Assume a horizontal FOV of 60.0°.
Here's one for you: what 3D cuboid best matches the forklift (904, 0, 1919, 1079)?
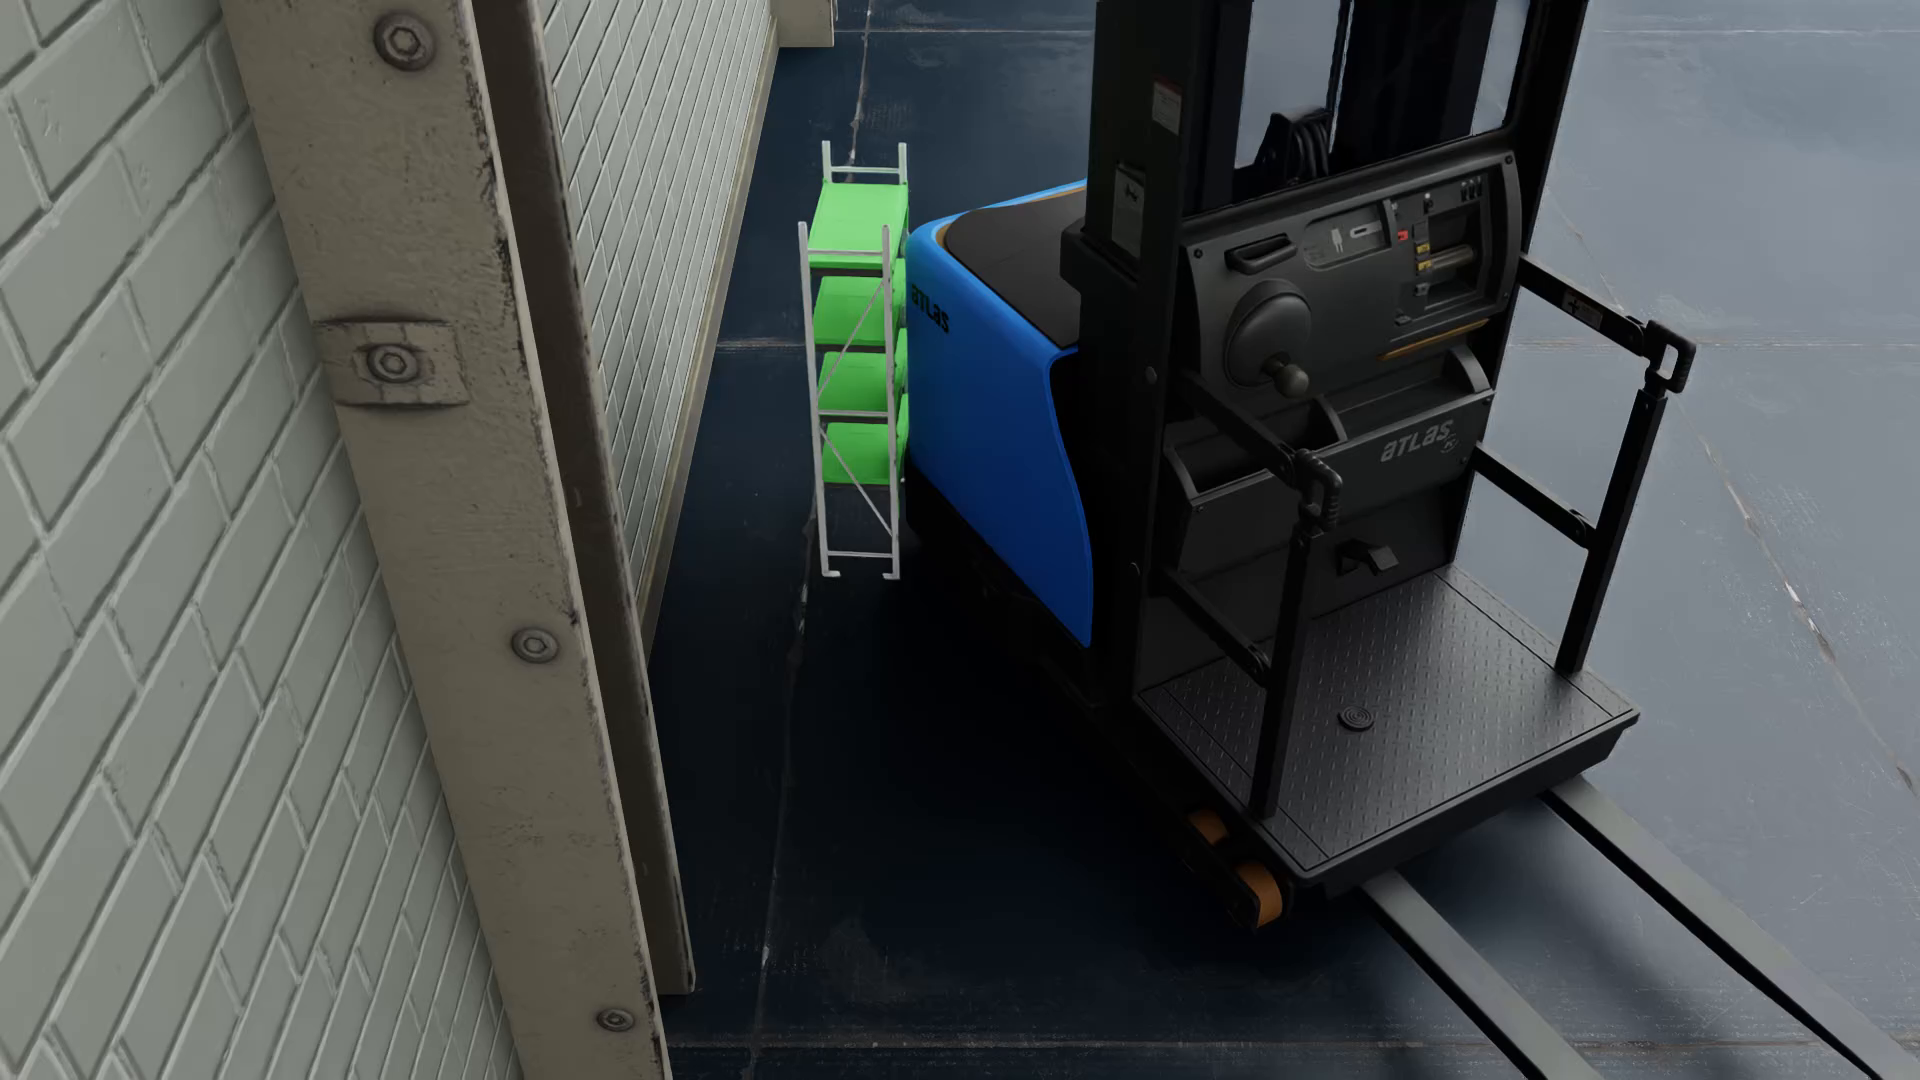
[{"bbox_3d":[1.001,-0.528,3.565,1.130,2.935,3.031,-20,43,-23],"label":"forklift"}]

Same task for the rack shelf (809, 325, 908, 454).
[{"bbox_3d":[-0.289,-0.462,4.969,0.258,0.148,0.480,2,39,3],"label":"rack shelf"}]

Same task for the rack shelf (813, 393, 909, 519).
[{"bbox_3d":[-0.289,-0.275,5.119,0.258,0.148,0.480,2,39,3],"label":"rack shelf"}]

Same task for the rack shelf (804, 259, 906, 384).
[{"bbox_3d":[-0.289,-0.649,4.819,0.258,0.148,0.480,2,39,3],"label":"rack shelf"}]

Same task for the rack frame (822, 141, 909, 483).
[{"bbox_3d":[-0.274,-0.664,5.119,0.240,1.200,0.015,2,39,3],"label":"rack frame"}]

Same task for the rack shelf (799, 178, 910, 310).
[{"bbox_3d":[-0.289,-0.836,4.669,0.258,0.148,0.480,2,39,3],"label":"rack shelf"}]

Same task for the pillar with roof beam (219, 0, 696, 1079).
[{"bbox_3d":[3.522,-2.358,0.996,9.100,9.000,0.400,0,39,0],"label":"pillar with roof beam"}]

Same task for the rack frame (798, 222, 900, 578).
[{"bbox_3d":[-0.305,-0.359,4.739,0.240,1.200,0.015,2,39,3],"label":"rack frame"}]

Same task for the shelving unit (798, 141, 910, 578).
[{"bbox_3d":[-0.289,-0.512,4.929,0.258,1.200,0.503,2,39,3],"label":"shelving unit"}]

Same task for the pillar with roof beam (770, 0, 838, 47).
[{"bbox_3d":[3.515,-6.110,5.678,9.100,9.000,0.400,0,39,0],"label":"pillar with roof beam"}]
